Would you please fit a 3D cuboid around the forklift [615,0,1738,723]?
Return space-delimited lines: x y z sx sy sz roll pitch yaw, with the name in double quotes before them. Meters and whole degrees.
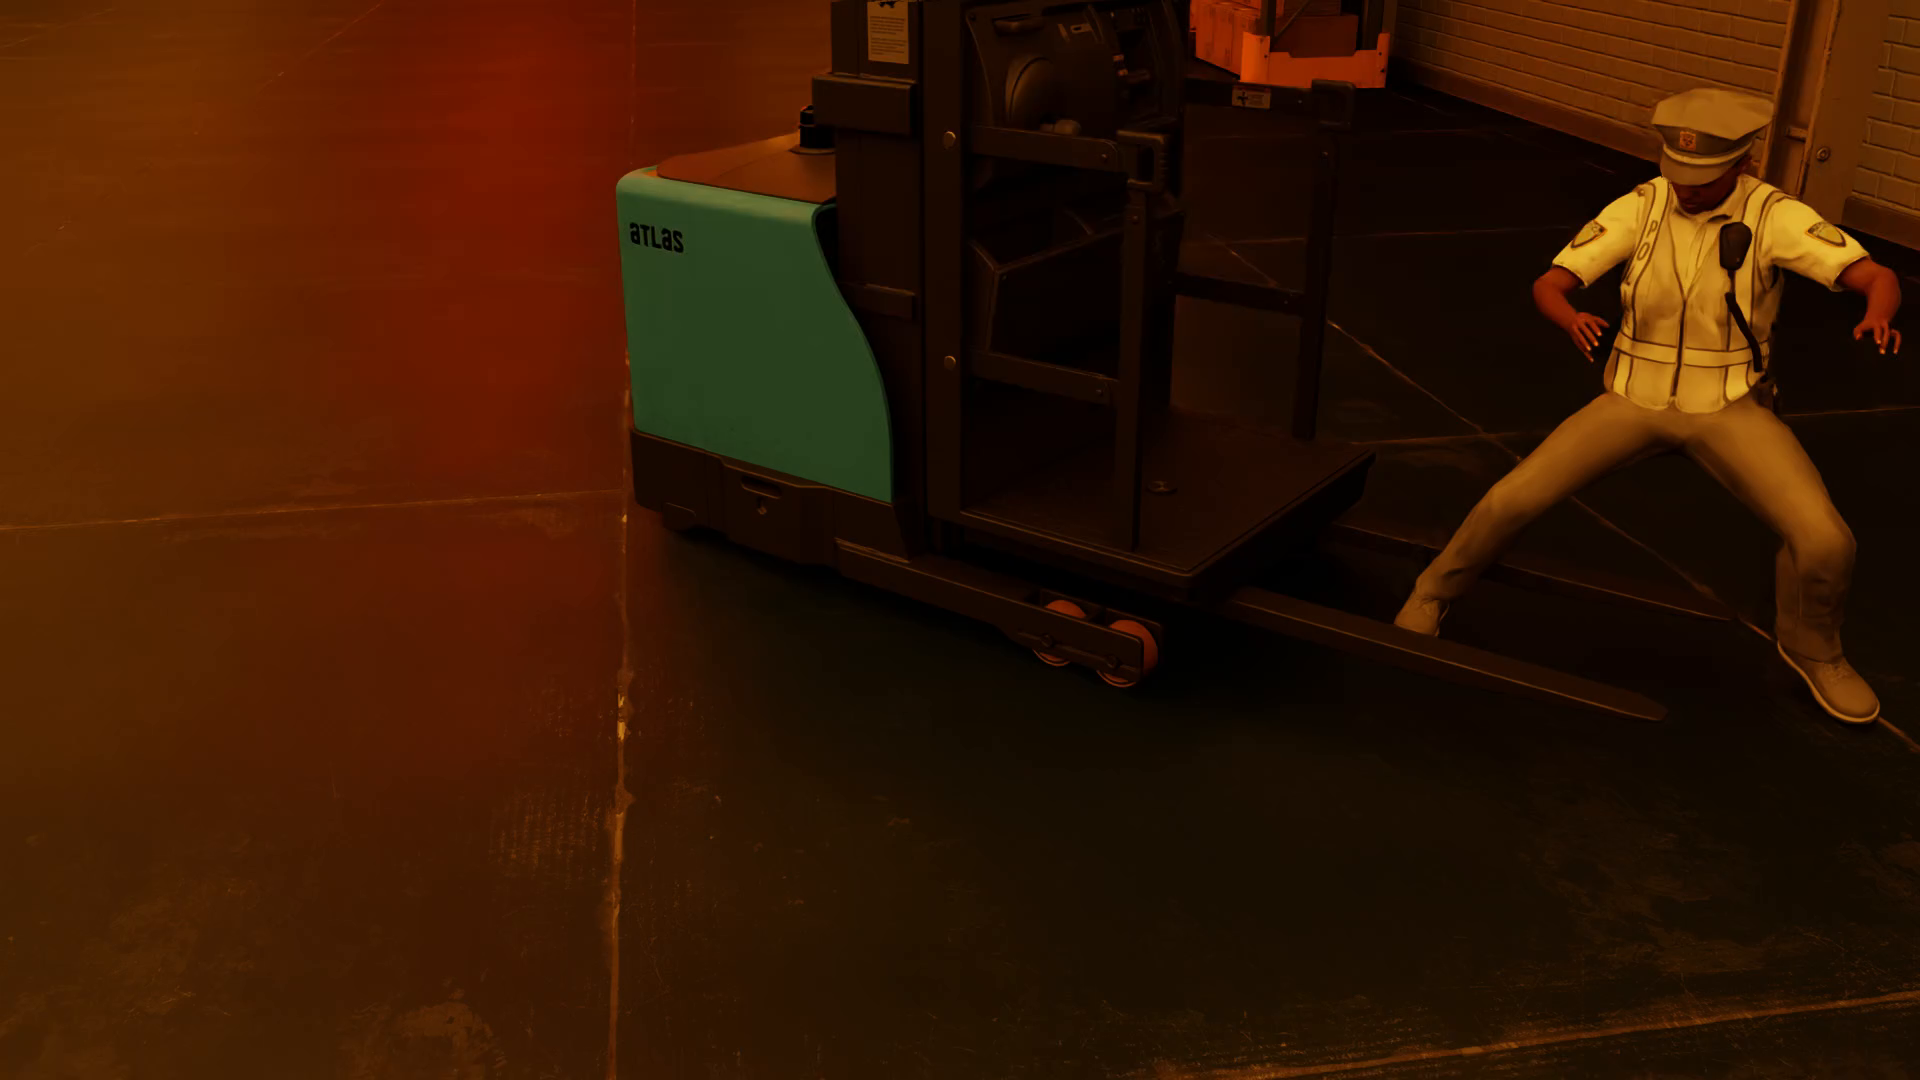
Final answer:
"forklift" 0.483 -1.214 4.141 3.031 2.935 1.130 16 28 33

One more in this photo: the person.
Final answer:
"person" 1.688 -0.316 3.924 1.098 1.421 0.671 16 28 33
